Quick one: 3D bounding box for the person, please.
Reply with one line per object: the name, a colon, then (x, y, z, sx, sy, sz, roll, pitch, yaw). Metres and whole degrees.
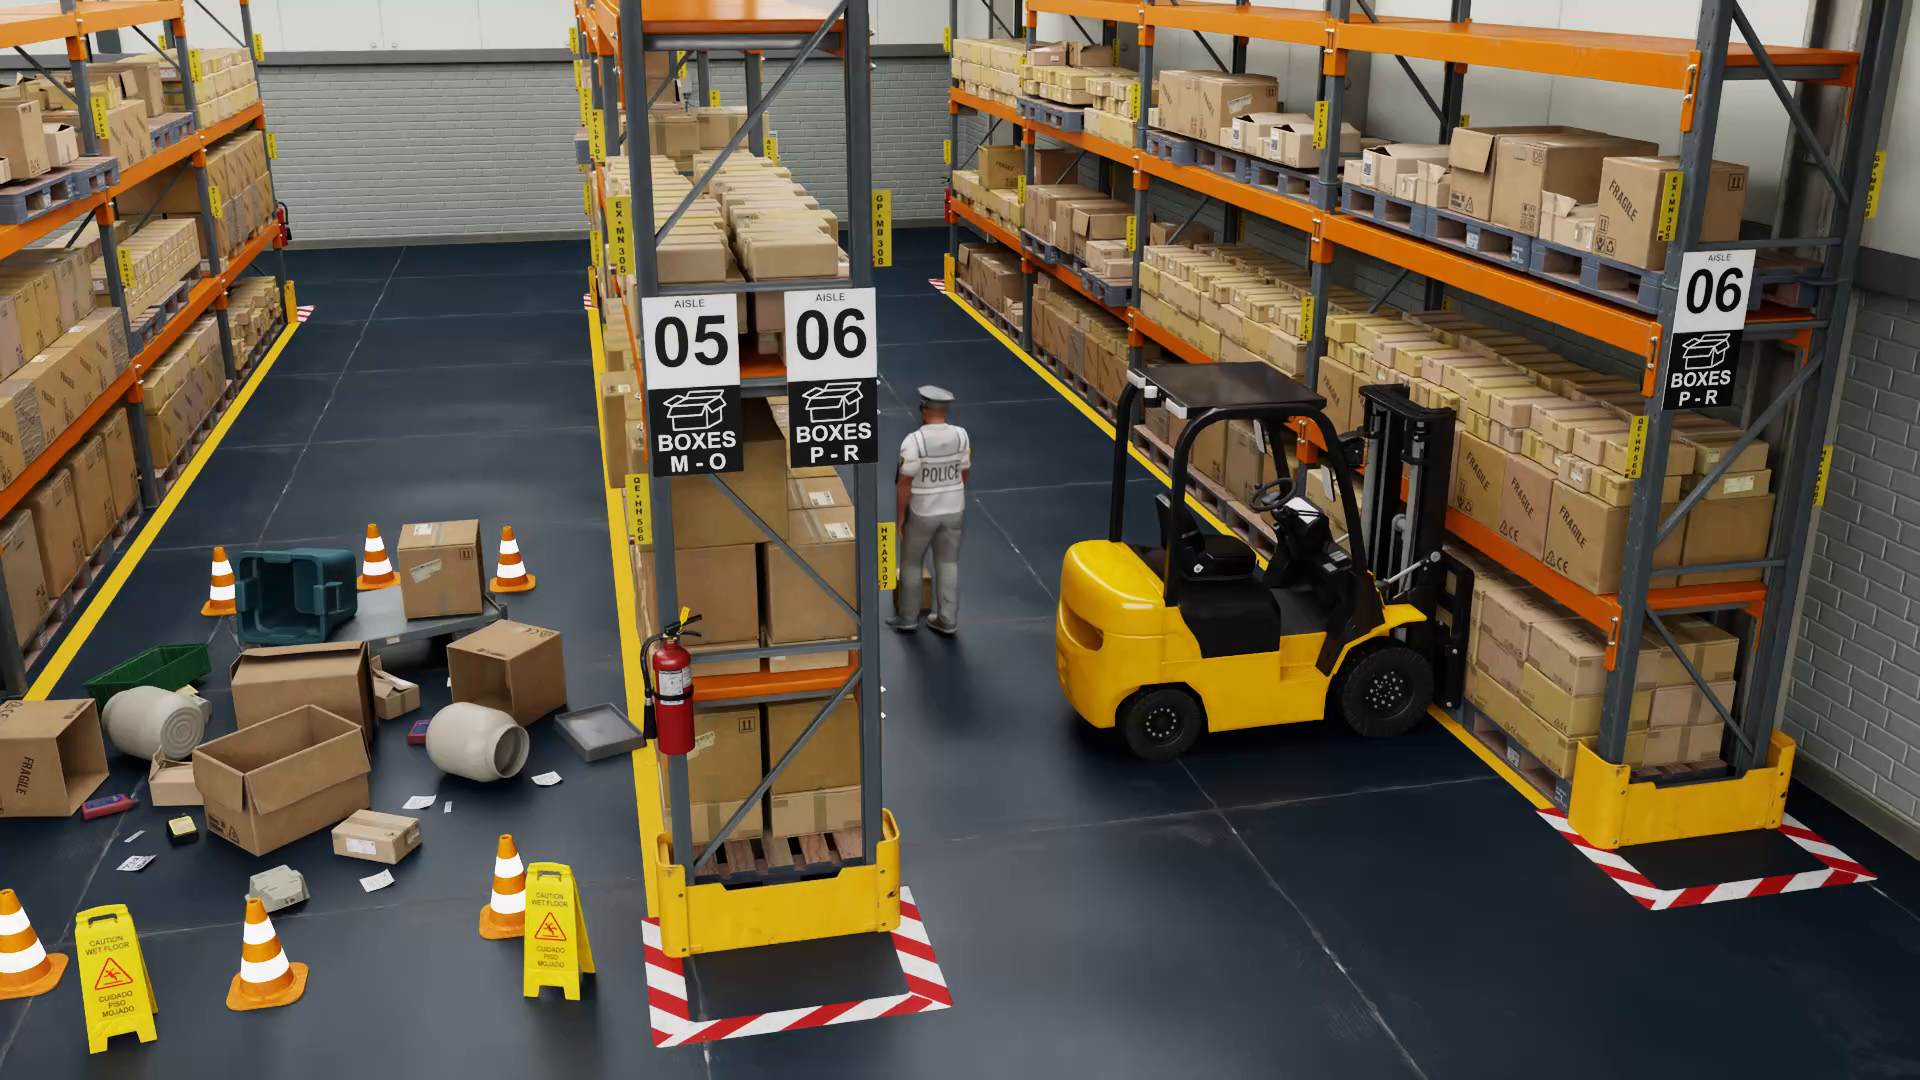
person: (-0.222, -0.195, 11.618, 0.559, 1.781, 0.517, -9, 22, -25)
